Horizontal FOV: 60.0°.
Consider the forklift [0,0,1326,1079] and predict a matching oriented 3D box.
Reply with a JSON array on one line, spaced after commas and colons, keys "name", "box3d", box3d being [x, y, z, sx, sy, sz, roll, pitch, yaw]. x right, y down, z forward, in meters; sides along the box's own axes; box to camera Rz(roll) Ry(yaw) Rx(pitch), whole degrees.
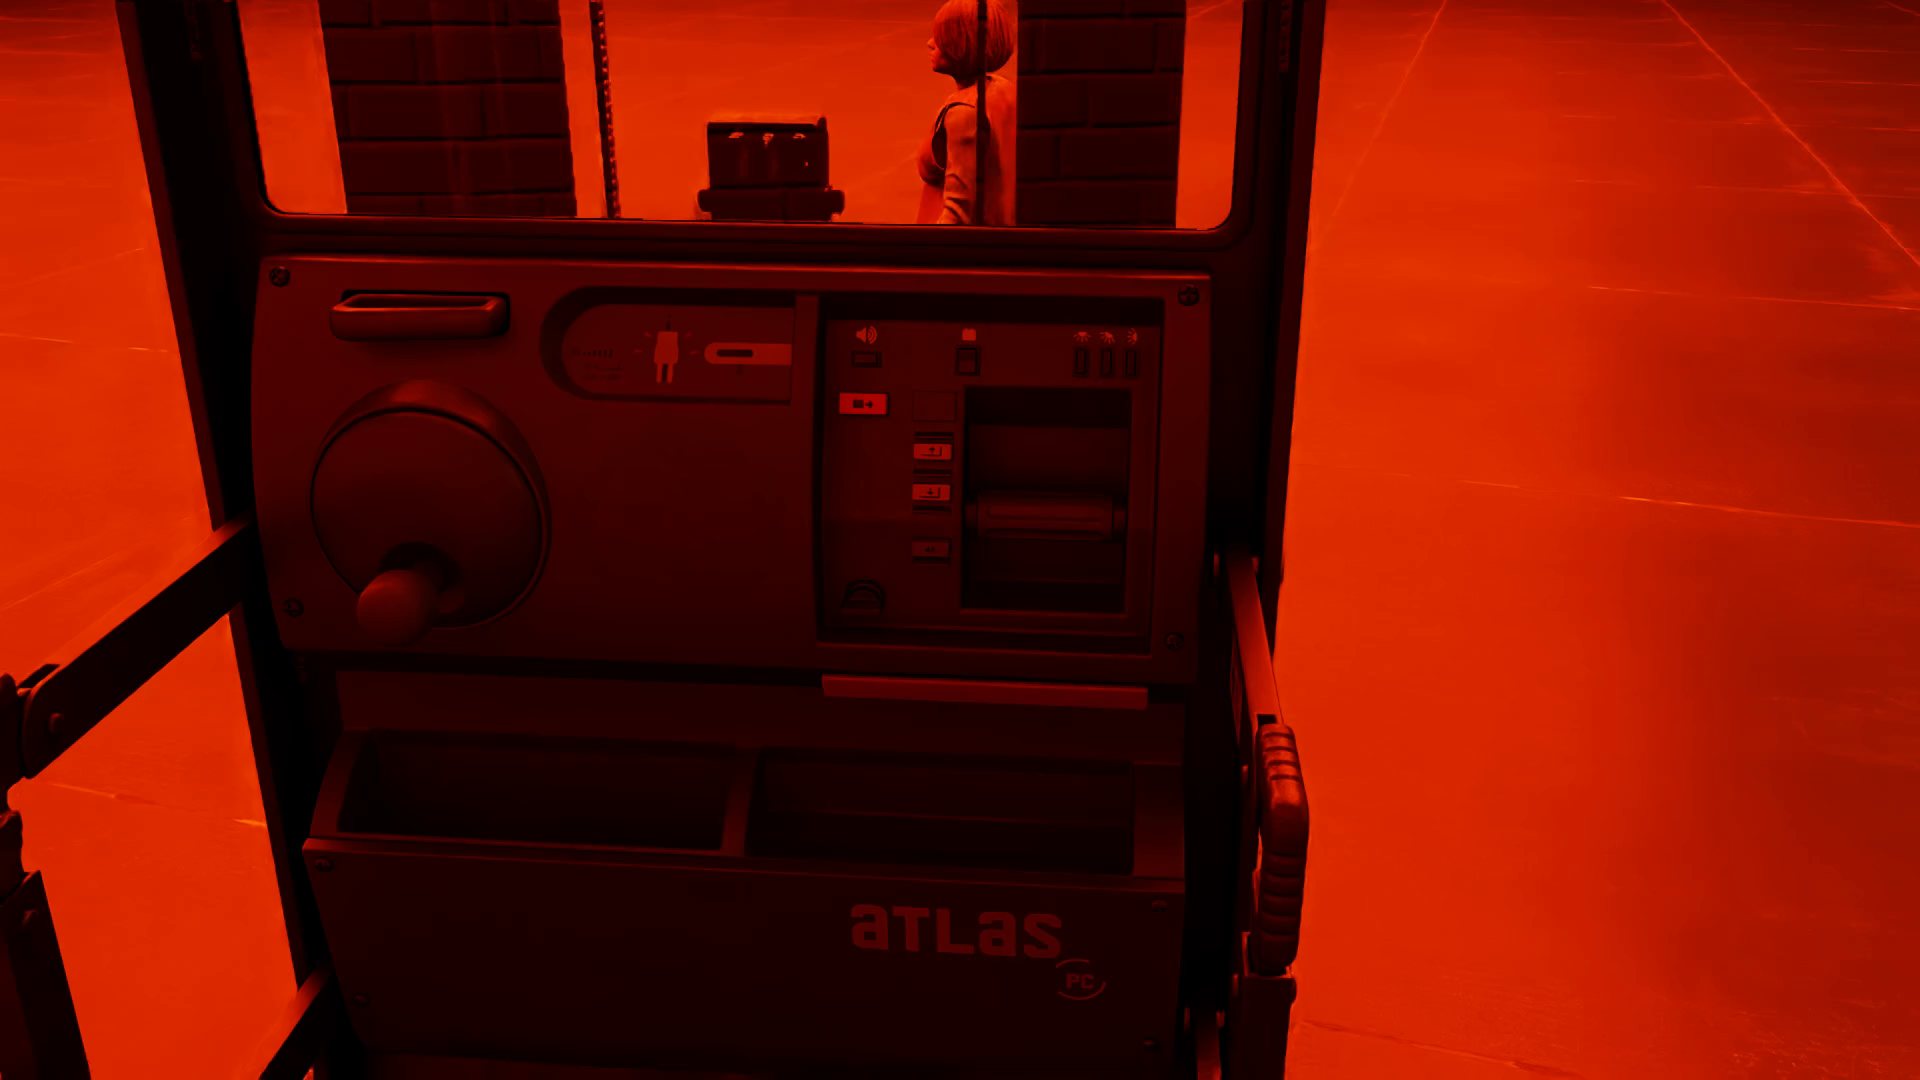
[{"name": "forklift", "box3d": [-0.244, -0.055, 1.413, 1.130, 2.935, 3.031, 2, 23, 5]}]

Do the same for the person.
[{"name": "person", "box3d": [-0.069, -0.758, 4.846, 0.469, 1.599, 0.521, 7, 23, 16]}]
